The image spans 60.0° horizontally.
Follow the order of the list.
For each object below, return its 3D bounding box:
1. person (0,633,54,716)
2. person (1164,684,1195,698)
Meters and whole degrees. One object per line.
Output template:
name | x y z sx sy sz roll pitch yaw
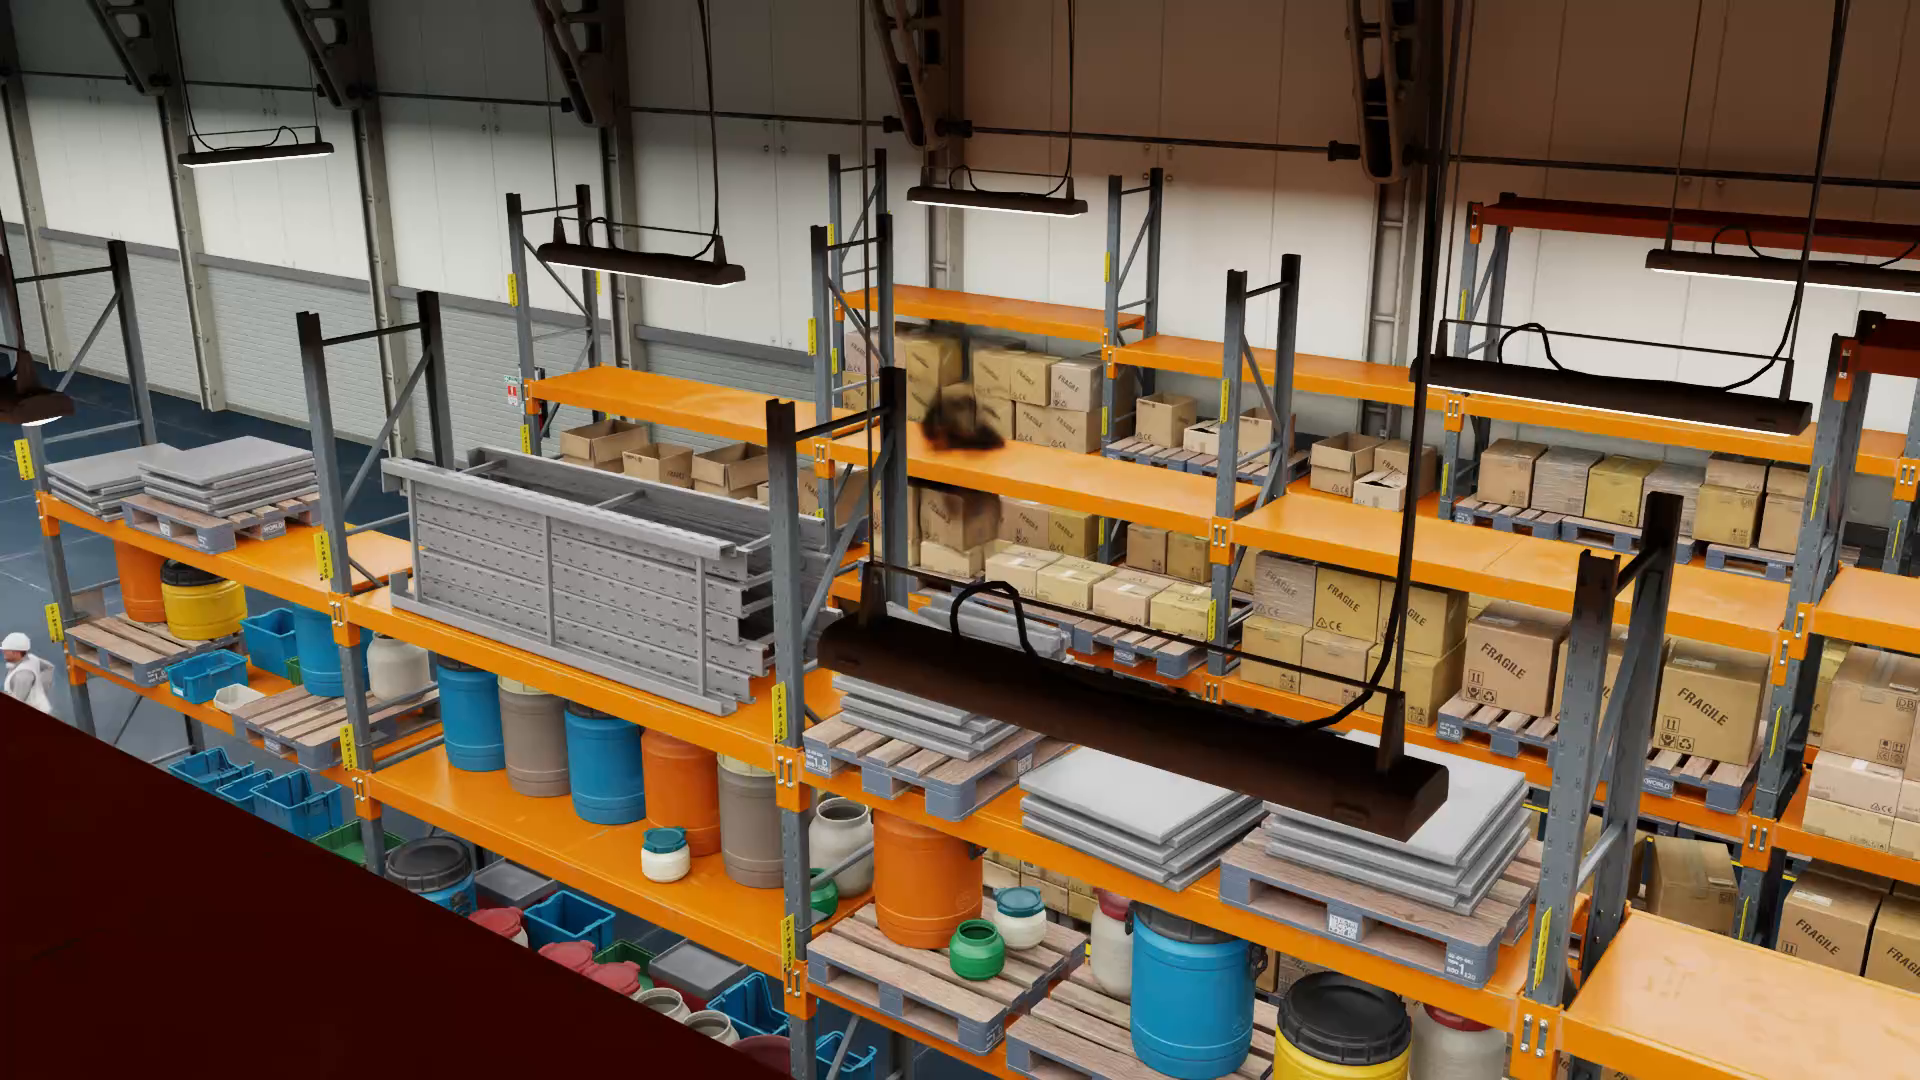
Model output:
person | -9.420 1.792 16.942 0.869 1.824 0.627 -11 21 -30
person | 2.071 2.045 16.297 0.969 1.655 0.574 9 21 26
